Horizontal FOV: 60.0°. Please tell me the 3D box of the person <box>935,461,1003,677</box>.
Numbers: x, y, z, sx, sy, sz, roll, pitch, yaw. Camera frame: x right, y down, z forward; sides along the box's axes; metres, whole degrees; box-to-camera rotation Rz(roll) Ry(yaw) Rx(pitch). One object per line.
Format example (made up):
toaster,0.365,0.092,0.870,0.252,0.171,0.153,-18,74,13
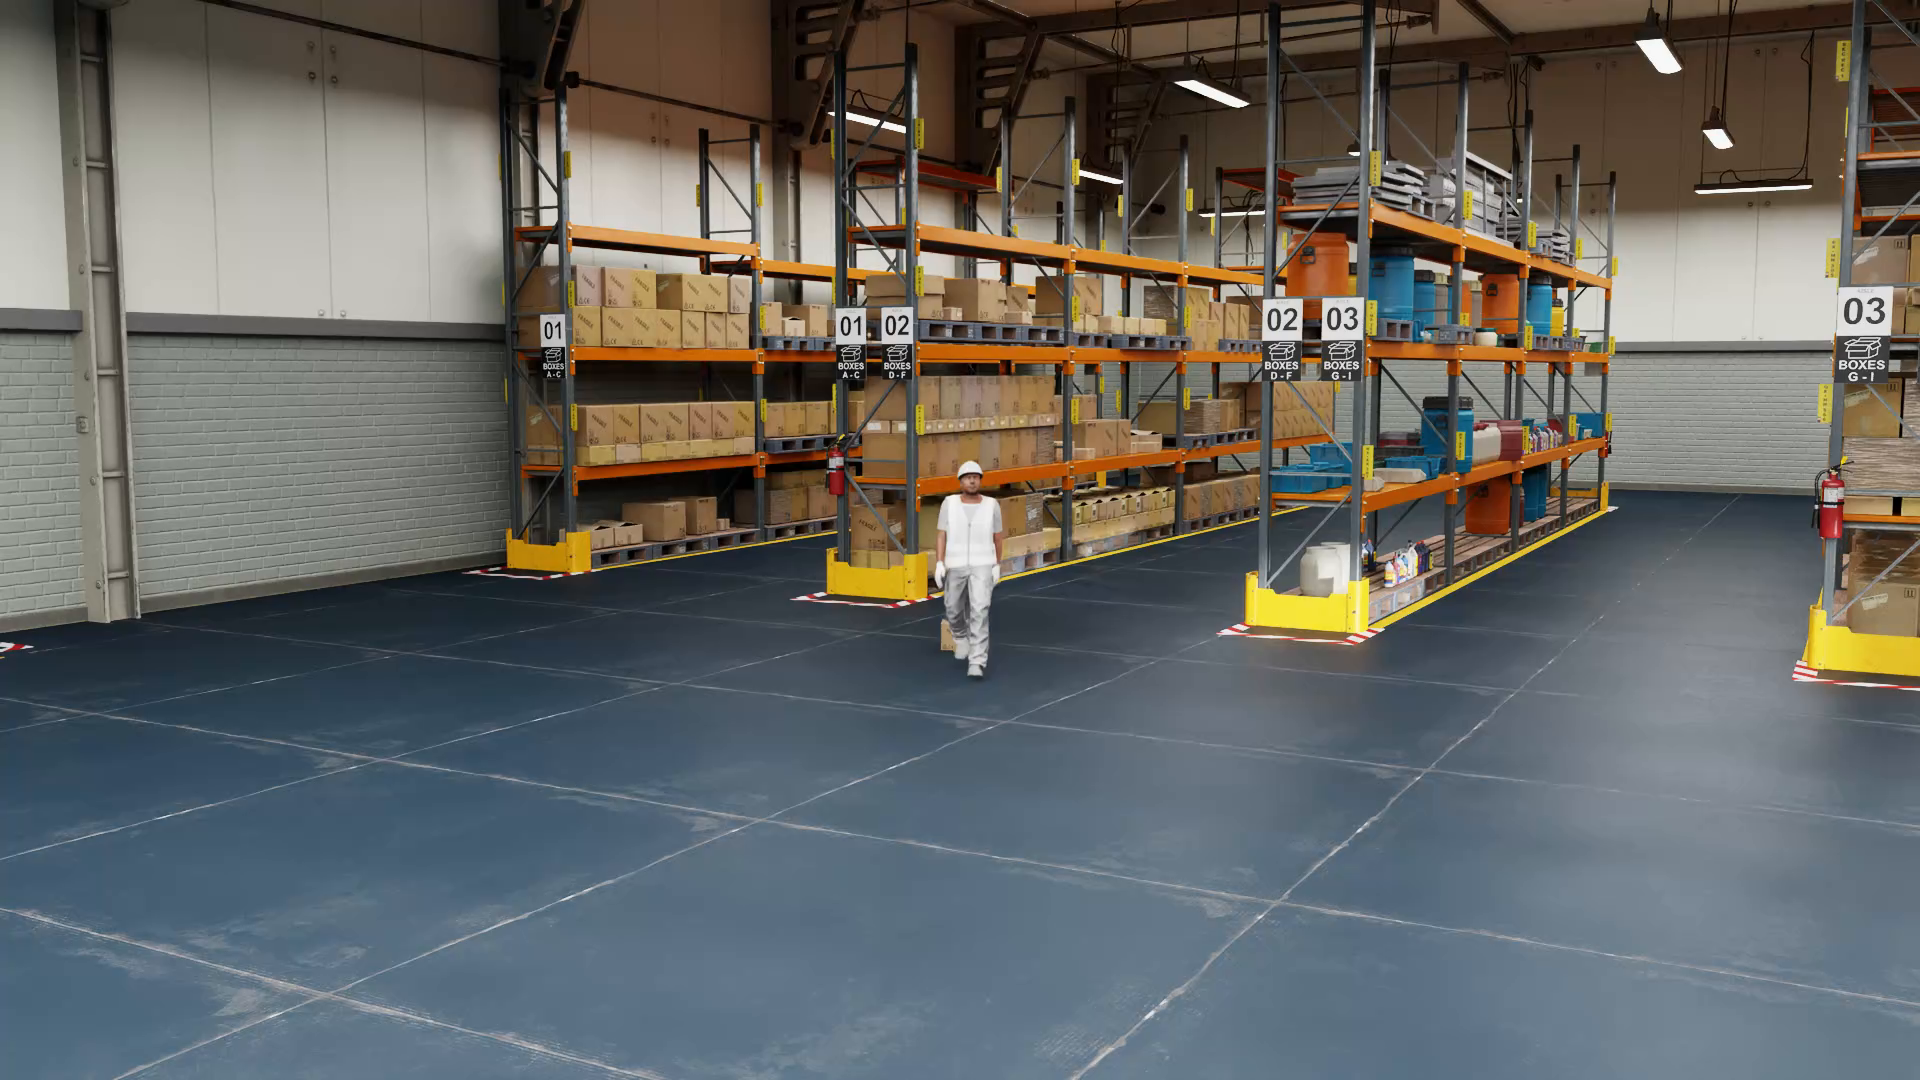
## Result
person,0.077,0.221,13.779,0.540,1.750,0.930,1,6,6
